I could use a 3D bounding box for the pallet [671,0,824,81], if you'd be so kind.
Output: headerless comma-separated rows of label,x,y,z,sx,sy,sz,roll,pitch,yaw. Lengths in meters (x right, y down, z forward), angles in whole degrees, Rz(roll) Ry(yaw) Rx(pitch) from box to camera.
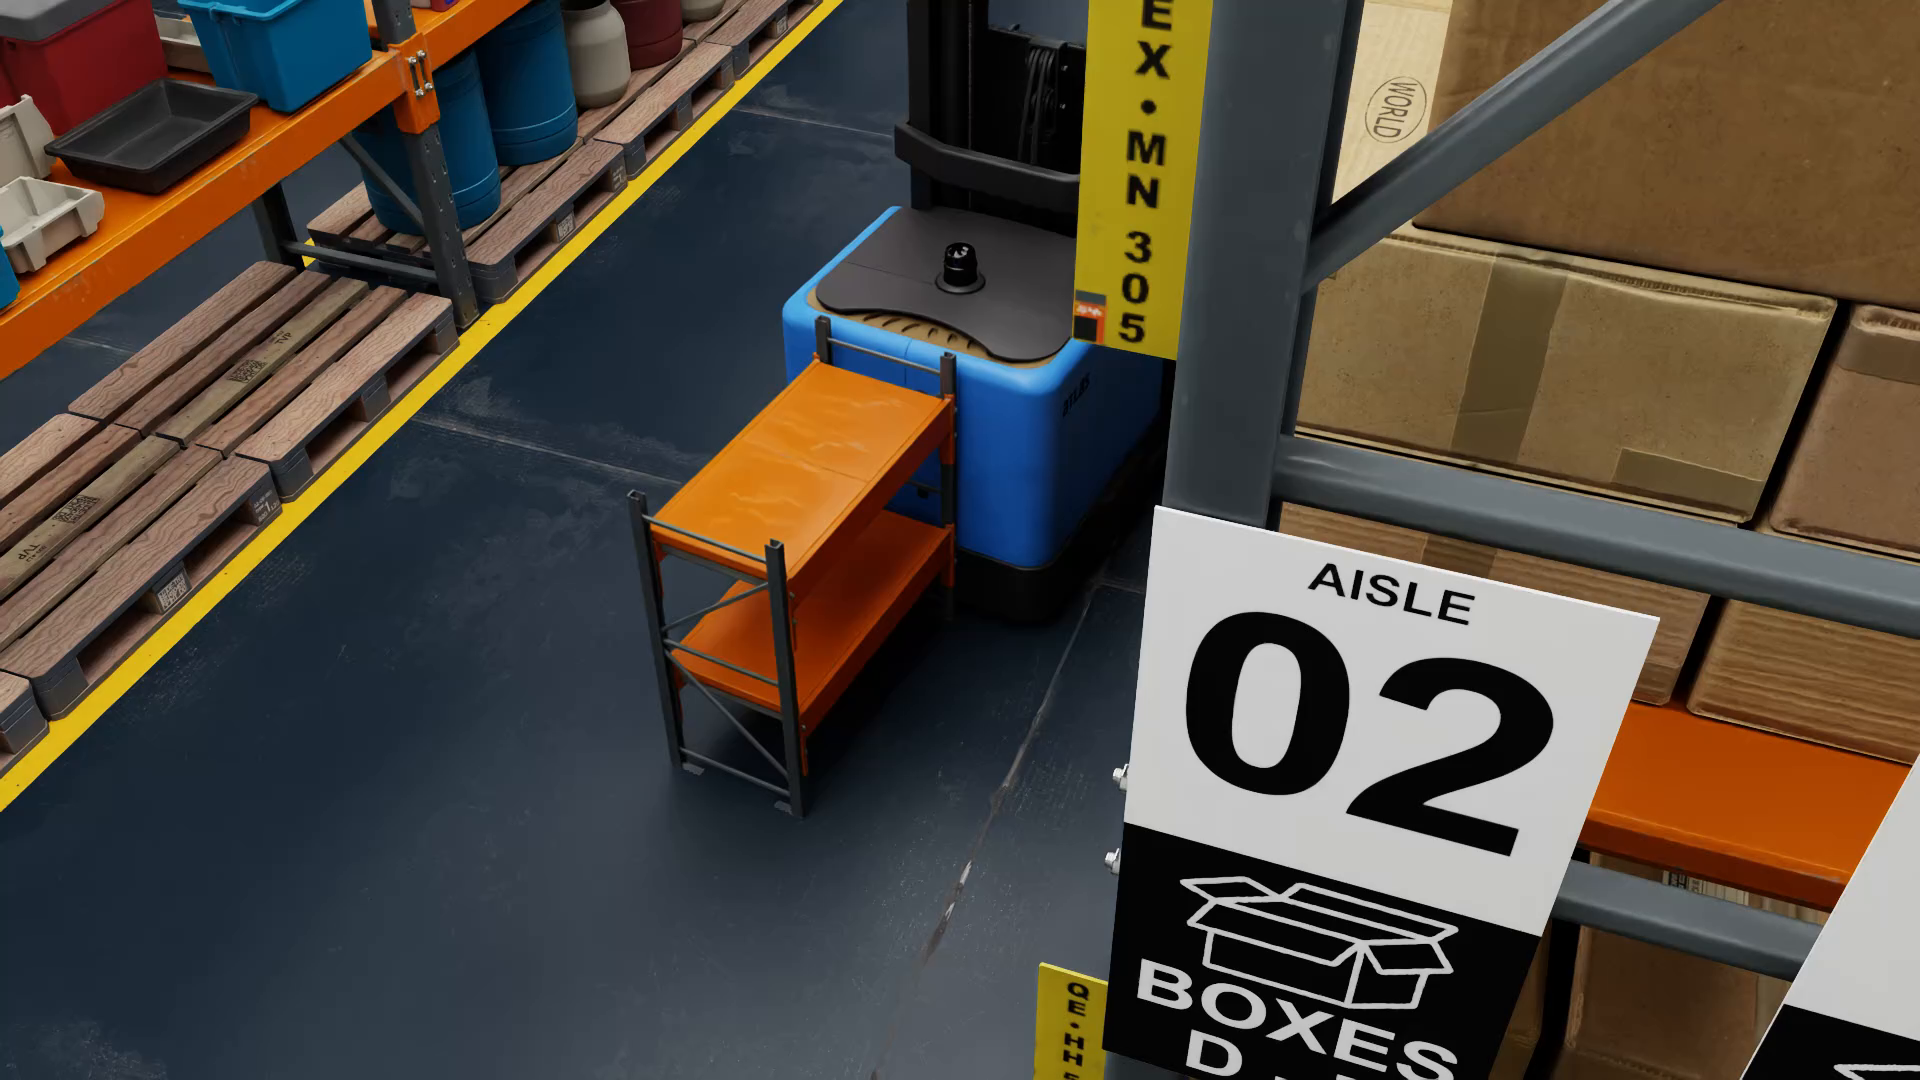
pallet,-1.492,-3.099,9.719,1.003,0.211,1.213,13,42,15

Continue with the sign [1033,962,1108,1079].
sign,0.141,0.635,2.059,0.100,0.325,0.005,13,42,15

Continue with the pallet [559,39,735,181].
pallet,-1.911,-2.357,8.850,1.003,0.211,1.213,13,42,15

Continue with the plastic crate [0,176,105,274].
plastic crate,-2.943,-1.004,5.272,0.293,0.136,0.466,13,42,15

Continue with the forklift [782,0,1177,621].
forklift,0.514,-1.781,6.079,1.130,2.935,3.031,19,44,20

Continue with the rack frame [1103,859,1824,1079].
rack frame,0.656,1.331,2.378,1.000,3.000,0.127,13,42,15

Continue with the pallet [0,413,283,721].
pallet,-3.260,0.055,6.023,1.003,0.211,1.213,13,42,15

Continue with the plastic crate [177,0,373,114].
plastic crate,-2.469,-1.866,6.093,0.392,0.384,0.575,13,42,15

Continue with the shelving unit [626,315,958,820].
shelving unit,-0.474,0.075,5.295,0.538,1.125,1.048,19,44,20

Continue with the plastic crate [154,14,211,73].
plastic crate,-2.923,-1.880,6.300,0.396,0.136,0.243,13,42,15

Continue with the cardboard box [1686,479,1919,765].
cardboard box,1.071,-0.010,1.755,0.500,0.250,0.500,13,42,15

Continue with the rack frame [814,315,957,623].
rack frame,-0.240,-0.218,5.638,0.500,1.125,0.032,19,44,20

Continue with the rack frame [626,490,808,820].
rack frame,-0.707,0.368,4.951,0.500,1.125,0.032,19,44,20

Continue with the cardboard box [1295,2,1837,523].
cardboard box,0.592,-0.313,1.725,0.500,0.250,0.500,13,42,15

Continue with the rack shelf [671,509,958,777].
rack shelf,-0.474,0.261,5.454,0.538,0.278,1.000,19,44,20

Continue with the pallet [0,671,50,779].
pallet,-3.679,0.796,5.154,1.003,0.211,1.213,13,42,15

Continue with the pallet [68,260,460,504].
pallet,-2.845,-0.692,6.899,1.003,0.211,1.213,13,42,15

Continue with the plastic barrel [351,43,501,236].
plastic barrel,-2.428,-1.900,7.459,0.600,0.901,0.708,13,42,15

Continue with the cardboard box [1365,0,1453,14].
cardboard box,0.763,-0.618,2.082,0.500,0.250,0.500,13,42,15

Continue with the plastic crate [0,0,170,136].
plastic crate,-3.171,-1.768,5.916,0.402,0.464,0.583,13,42,15

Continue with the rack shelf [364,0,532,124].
rack shelf,-1.946,-3.156,8.193,1.077,0.370,4.000,13,42,15

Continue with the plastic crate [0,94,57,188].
plastic crate,-3.325,-1.297,5.505,0.437,0.282,0.530,13,42,15

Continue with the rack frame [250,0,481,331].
rack frame,-2.630,-2.210,6.529,1.000,3.000,0.127,13,42,15

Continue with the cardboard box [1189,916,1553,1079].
cardboard box,0.550,0.580,2.411,0.500,0.500,0.500,13,42,15

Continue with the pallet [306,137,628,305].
pallet,-2.327,-1.611,7.975,1.003,0.211,1.213,13,42,15

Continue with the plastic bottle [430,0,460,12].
plastic bottle,-2.103,-2.295,6.718,0.061,0.283,0.133,13,42,15

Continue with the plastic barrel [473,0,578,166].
plastic barrel,-2.186,-2.331,7.965,0.600,0.901,0.708,13,42,15

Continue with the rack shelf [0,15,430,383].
rack shelf,-3.314,-0.717,5.333,1.077,0.370,4.000,13,42,15

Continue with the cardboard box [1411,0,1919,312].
cardboard box,0.816,-0.545,1.419,0.700,0.500,0.500,13,42,15

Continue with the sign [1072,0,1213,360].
sign,0.141,-0.282,1.276,0.100,0.325,0.005,13,42,15

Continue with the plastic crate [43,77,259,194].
plastic crate,-2.760,-1.386,5.729,0.437,0.125,0.590,13,42,15

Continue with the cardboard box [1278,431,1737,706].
cardboard box,0.584,-0.125,1.889,0.500,0.250,0.500,13,42,15

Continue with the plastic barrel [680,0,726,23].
plastic barrel,-1.522,-3.197,9.279,0.421,0.512,0.421,0,40,0

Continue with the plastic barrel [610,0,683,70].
plastic barrel,-1.799,-2.901,8.874,0.600,0.588,0.708,13,42,15

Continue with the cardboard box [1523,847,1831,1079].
cardboard box,1.055,0.701,2.270,0.500,0.500,0.500,15,43,16

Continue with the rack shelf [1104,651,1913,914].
rack shelf,1.340,-0.756,3.068,1.077,0.370,4.000,13,42,15

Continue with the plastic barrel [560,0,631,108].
plastic barrel,-1.908,-2.508,8.472,0.421,0.512,0.421,0,40,0

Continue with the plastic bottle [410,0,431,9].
plastic bottle,-2.191,-2.359,6.742,0.144,0.351,0.185,13,42,15

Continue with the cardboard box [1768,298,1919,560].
cardboard box,1.076,-0.199,1.591,0.500,0.250,0.500,13,42,15

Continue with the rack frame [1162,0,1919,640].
rack frame,0.656,-0.951,0.431,1.000,3.000,0.127,13,42,15

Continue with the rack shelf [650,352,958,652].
rack shelf,-0.474,-0.147,5.105,0.538,0.278,1.000,19,44,20

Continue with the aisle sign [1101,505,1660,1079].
aisle sign,0.345,0.316,1.566,0.394,0.787,0.004,13,42,15

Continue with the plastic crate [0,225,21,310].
plastic crate,-3.051,-0.793,4.951,0.416,0.233,0.300,13,42,15
